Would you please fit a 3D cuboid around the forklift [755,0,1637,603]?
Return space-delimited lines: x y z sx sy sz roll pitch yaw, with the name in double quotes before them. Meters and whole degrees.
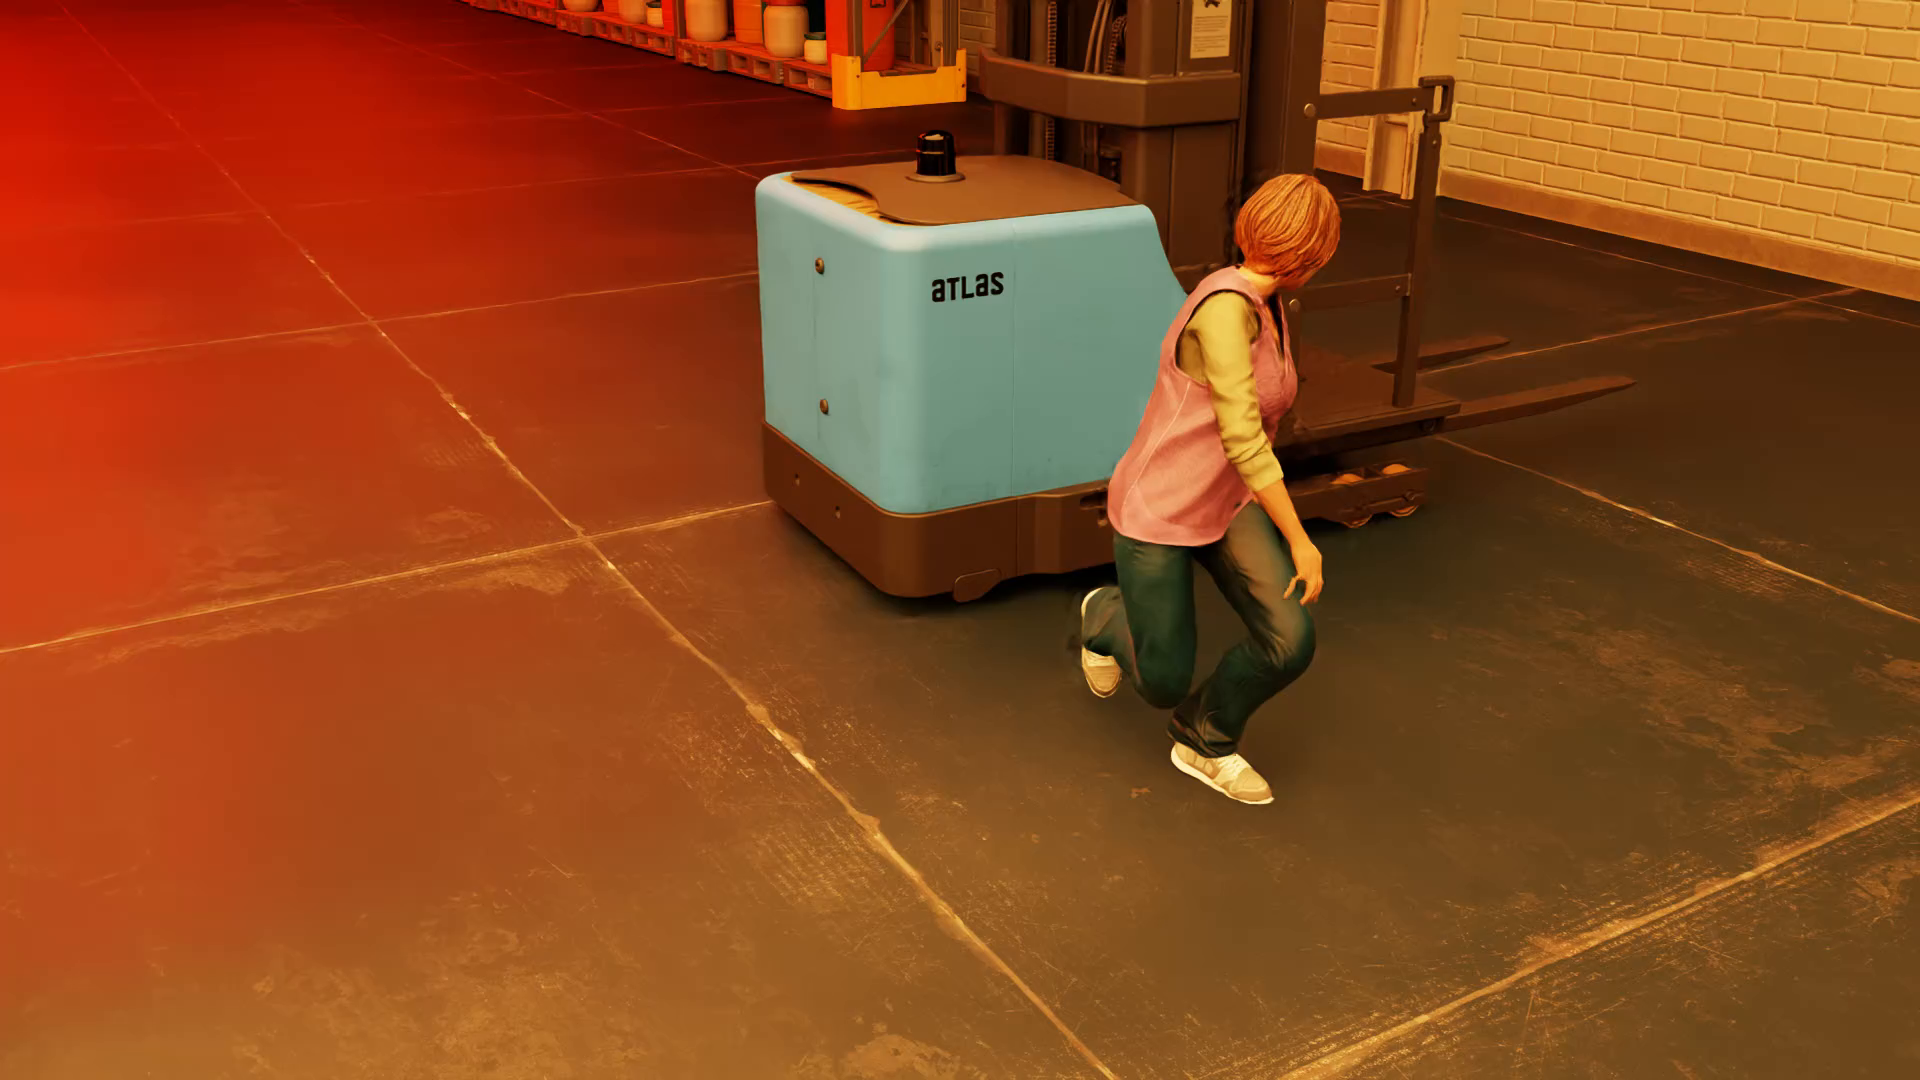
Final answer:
"forklift" 0.920 -1.560 5.076 3.031 2.935 1.130 -11 25 -25

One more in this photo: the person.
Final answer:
"person" 0.555 -0.109 3.645 0.542 1.375 0.749 -19 29 -38
